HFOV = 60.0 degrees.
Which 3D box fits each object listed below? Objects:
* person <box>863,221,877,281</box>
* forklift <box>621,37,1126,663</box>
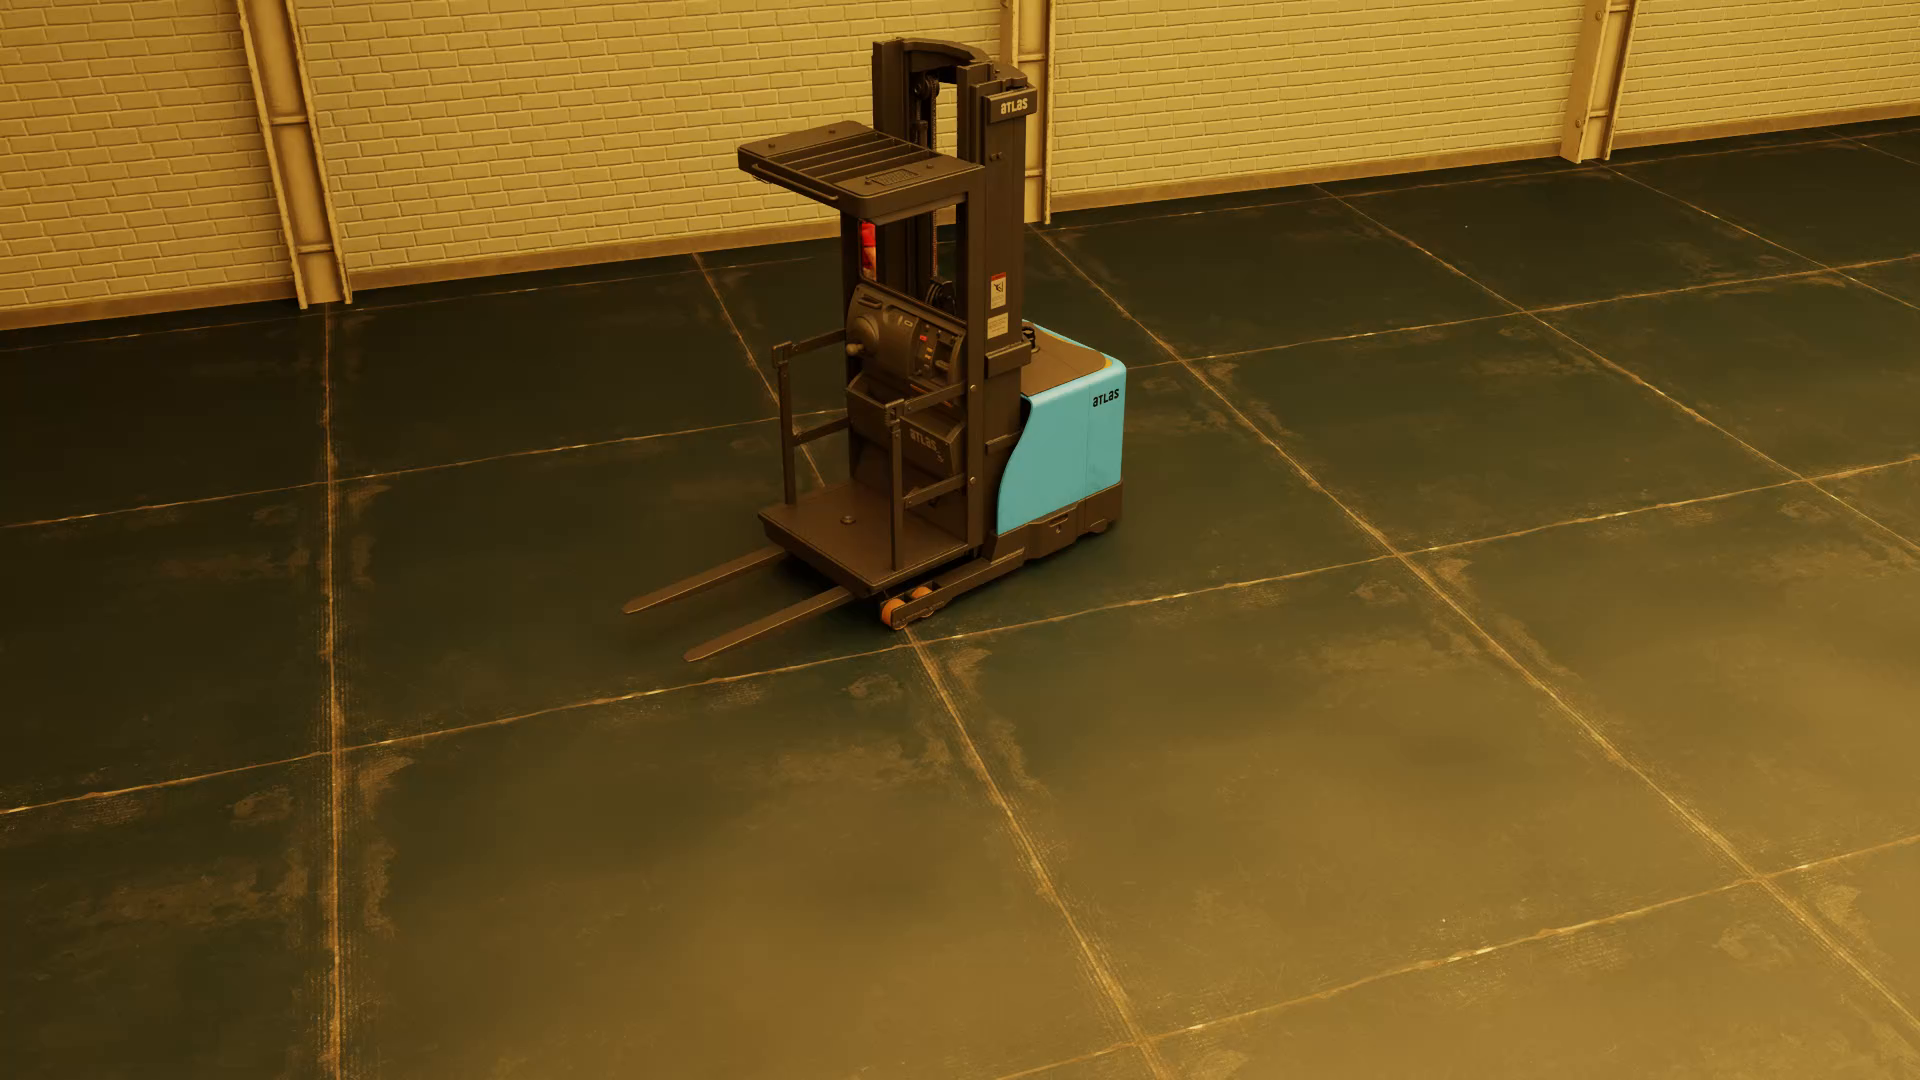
[{"bbox_3d":[-0.431,-1.763,11.343,0.551,1.727,0.640,-6,30,-10],"label":"person"},{"bbox_3d":[-0.461,-1.072,8.951,3.031,2.935,1.130,-23,37,-34],"label":"forklift"}]
